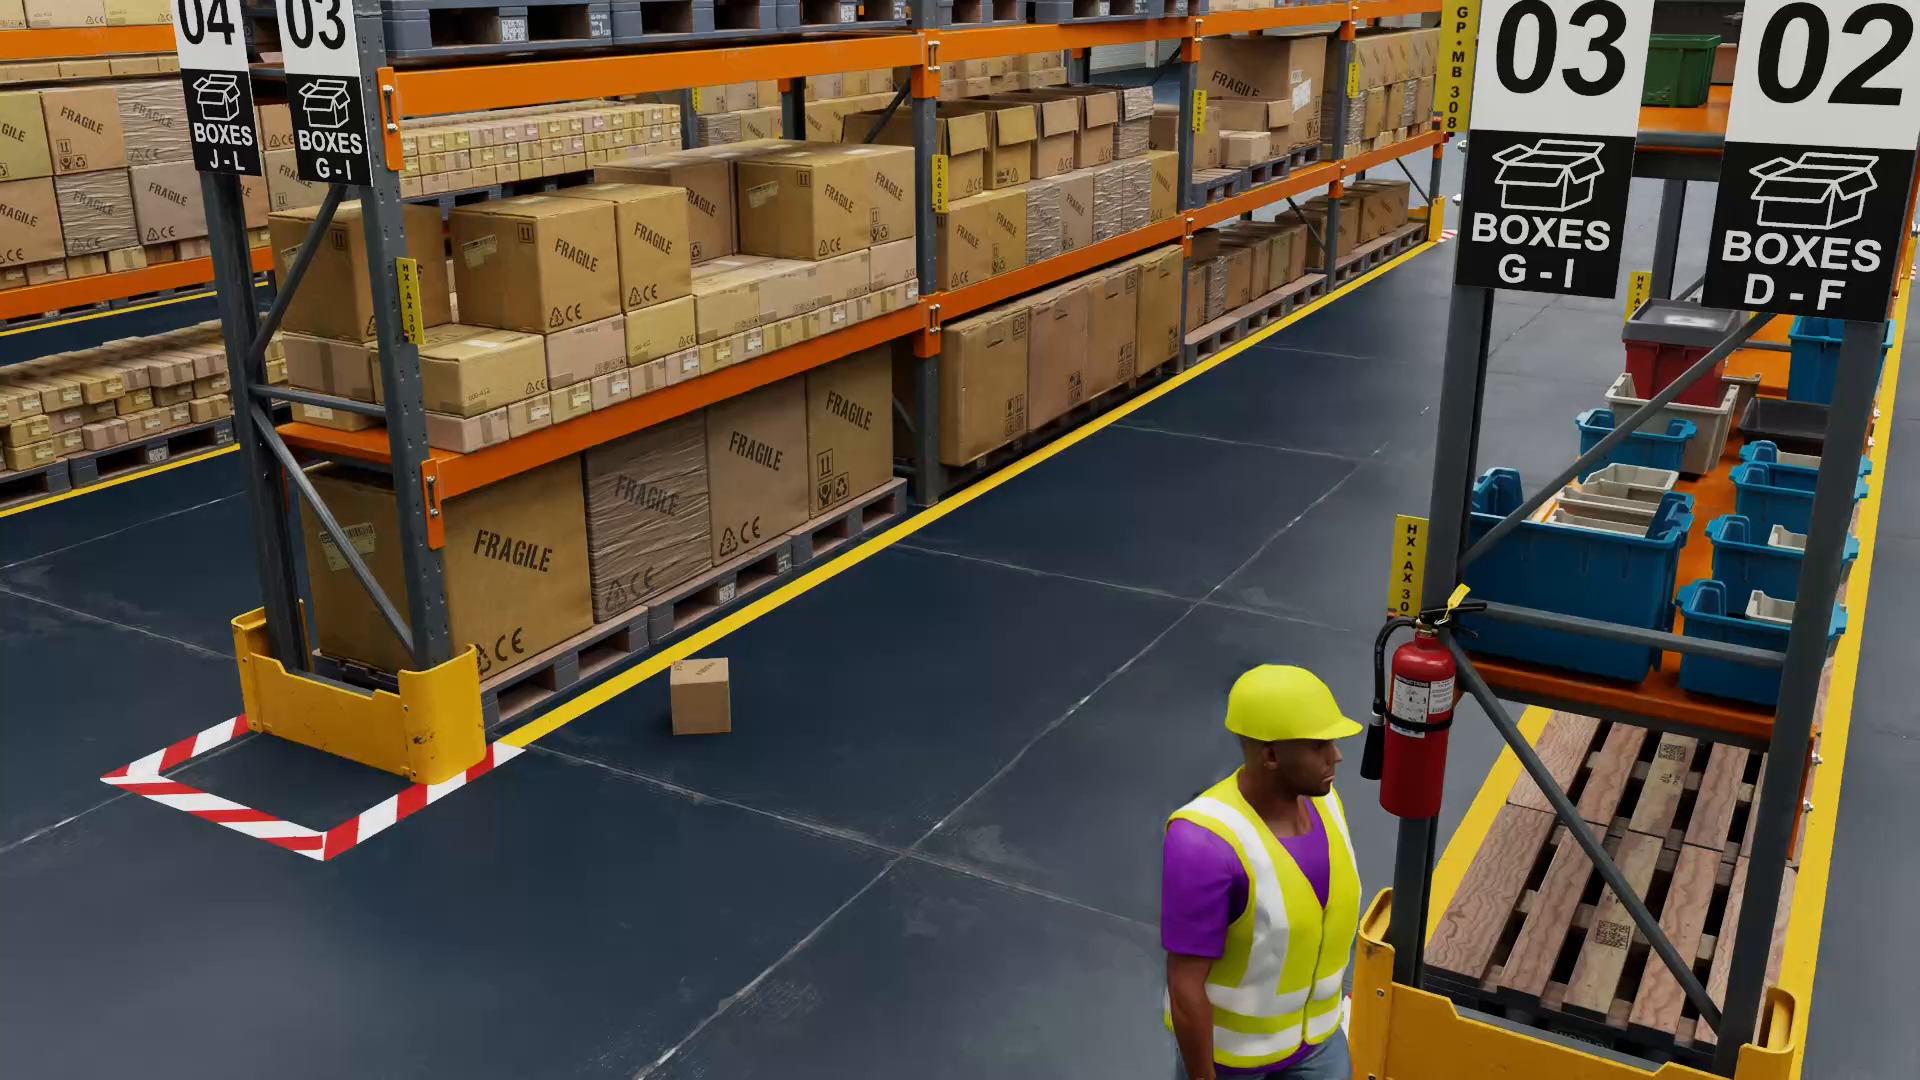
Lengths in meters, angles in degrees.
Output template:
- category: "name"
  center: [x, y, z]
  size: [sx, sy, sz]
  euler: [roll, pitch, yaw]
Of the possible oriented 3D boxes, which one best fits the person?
- category: "person"
  center: [0.706, 1.166, 3.745]
  size: [0.621, 1.815, 0.739]
  euler: [-13, 23, -33]
